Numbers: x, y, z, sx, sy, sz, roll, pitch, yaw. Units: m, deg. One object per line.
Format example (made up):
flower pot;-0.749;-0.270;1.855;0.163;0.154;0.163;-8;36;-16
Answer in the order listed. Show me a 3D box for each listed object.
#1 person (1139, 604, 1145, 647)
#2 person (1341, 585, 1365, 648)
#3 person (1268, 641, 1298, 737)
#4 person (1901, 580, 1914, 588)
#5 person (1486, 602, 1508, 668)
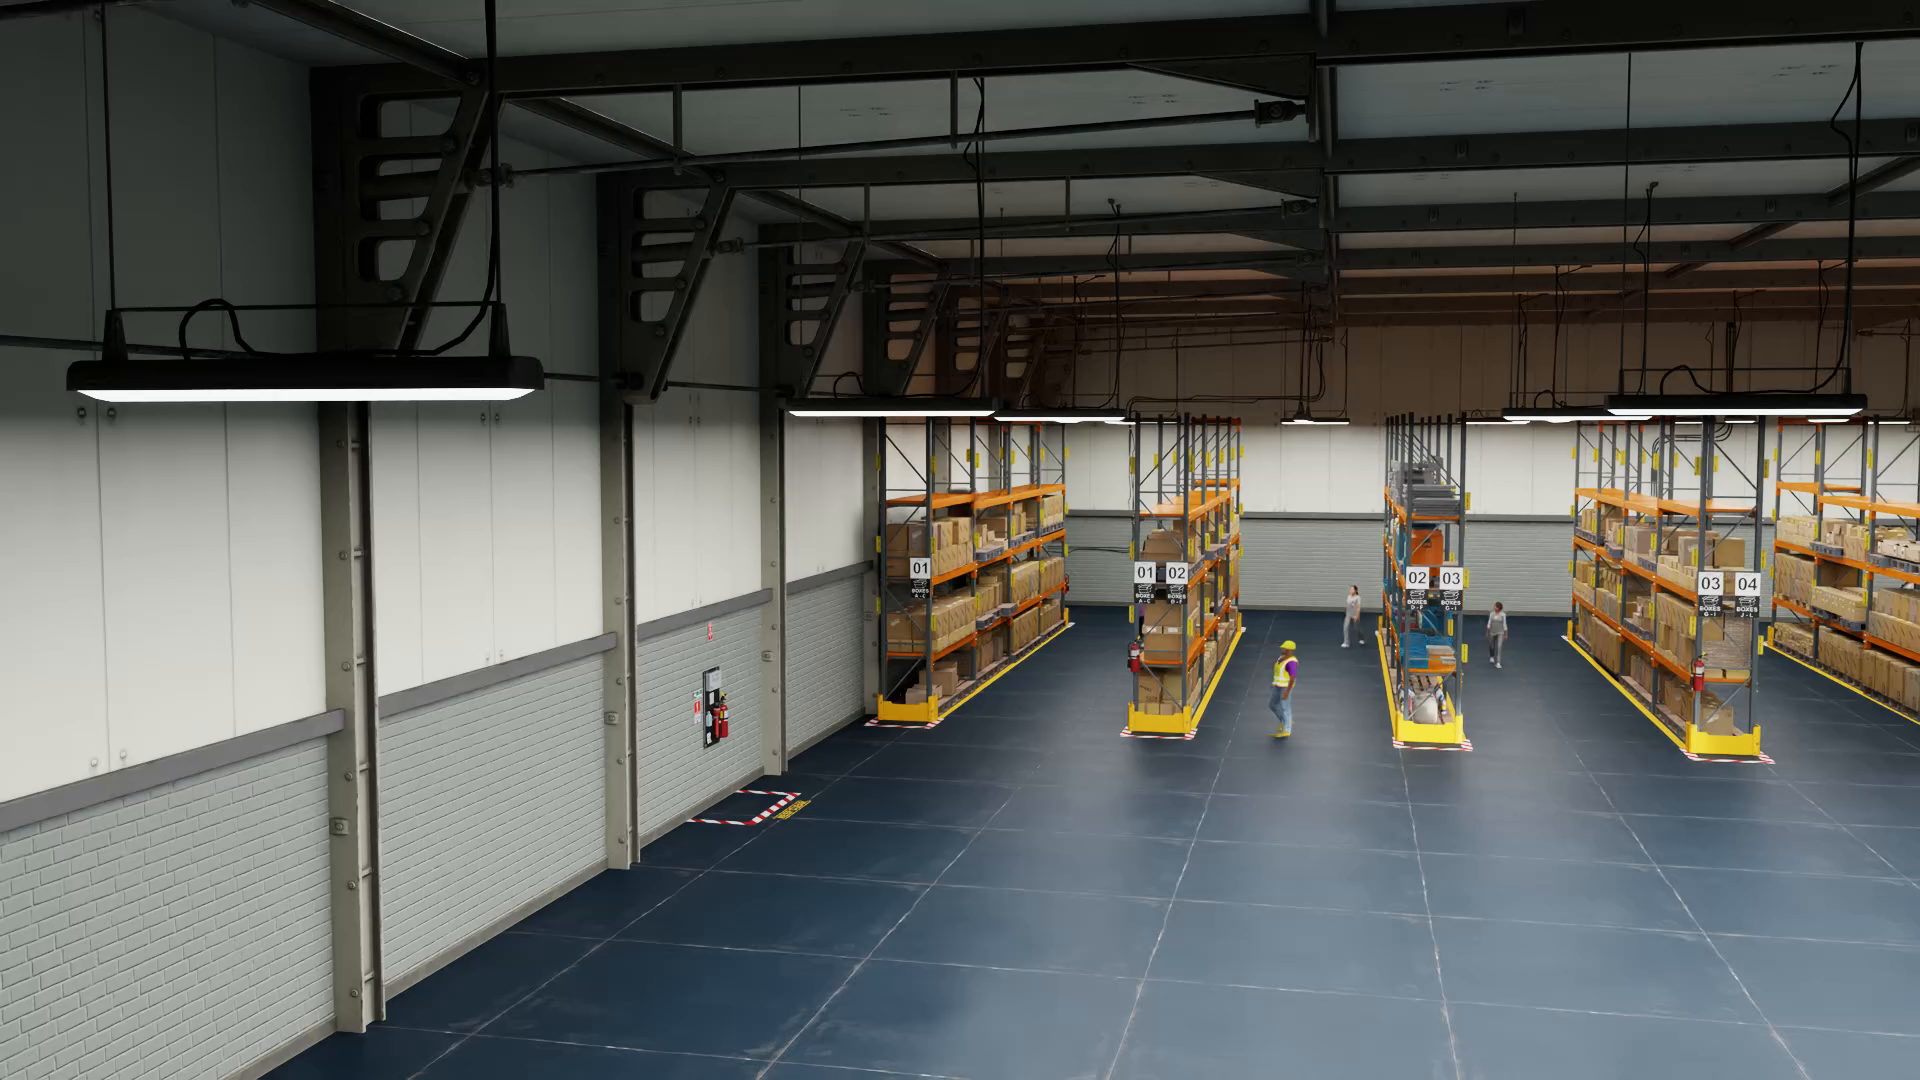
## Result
person;4.776;1.996;43.505;0.468;1.554;0.823;1;4;12
person;10.243;1.979;43.296;0.464;1.620;0.980;3;5;36
person;5.998;2.741;30.932;0.501;1.759;0.673;-2;4;-25
person;25.962;1.769;45.614;1.028;1.747;0.618;-1;4;-12
person;12.843;2.246;39.801;0.505;1.555;0.823;1;4;13
